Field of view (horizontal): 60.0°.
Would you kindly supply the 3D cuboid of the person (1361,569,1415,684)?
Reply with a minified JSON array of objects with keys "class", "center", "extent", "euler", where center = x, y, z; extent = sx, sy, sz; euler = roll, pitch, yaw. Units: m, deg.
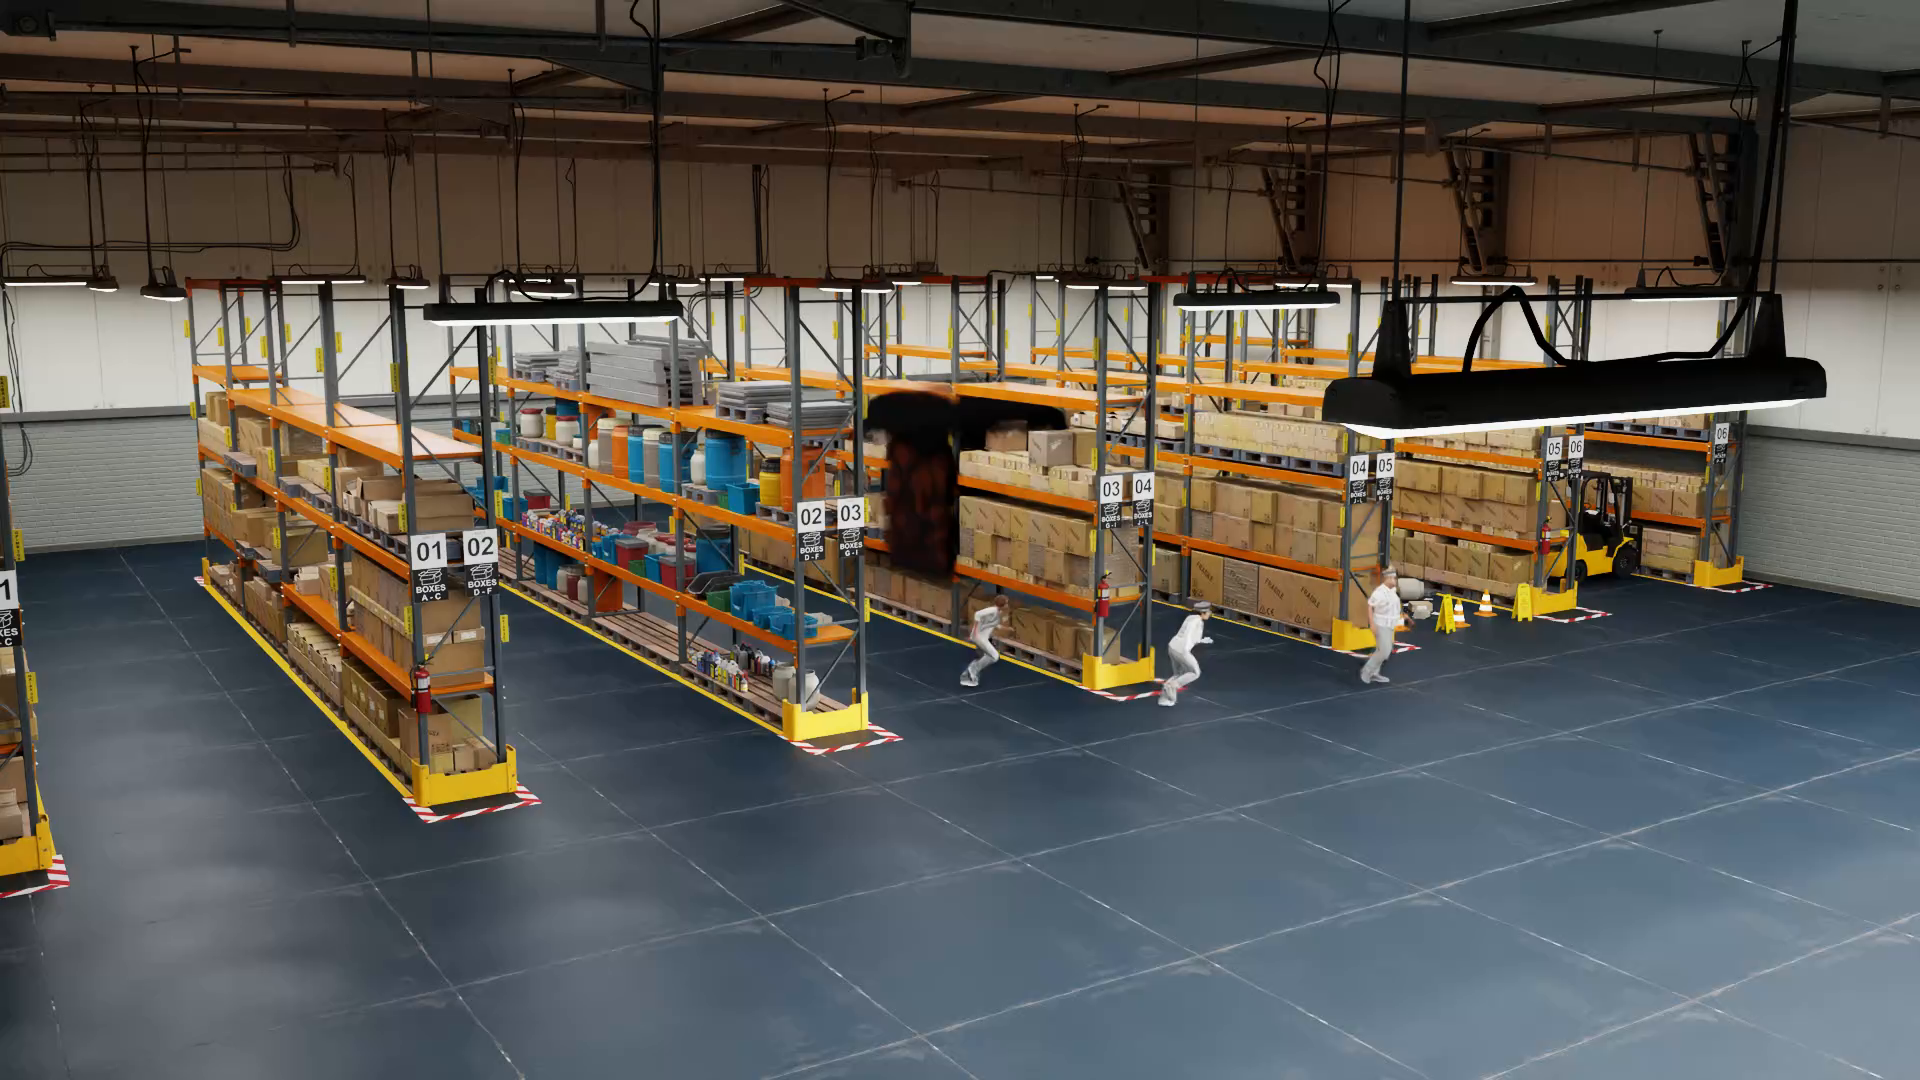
[{"class":"person","center":[6.444,1.305,25.052],"extent":[0.691,1.753,0.705],"euler":[6,11,32]}]

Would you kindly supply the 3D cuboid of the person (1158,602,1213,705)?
[{"class":"person","center":[3.259,1.644,23.756],"extent":[0.802,1.491,0.646],"euler":[-2,10,-11]}]

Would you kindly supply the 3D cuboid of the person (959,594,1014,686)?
[{"class":"person","center":[0.384,1.506,24.690],"extent":[0.824,1.430,0.566],"euler":[2,10,14]}]
